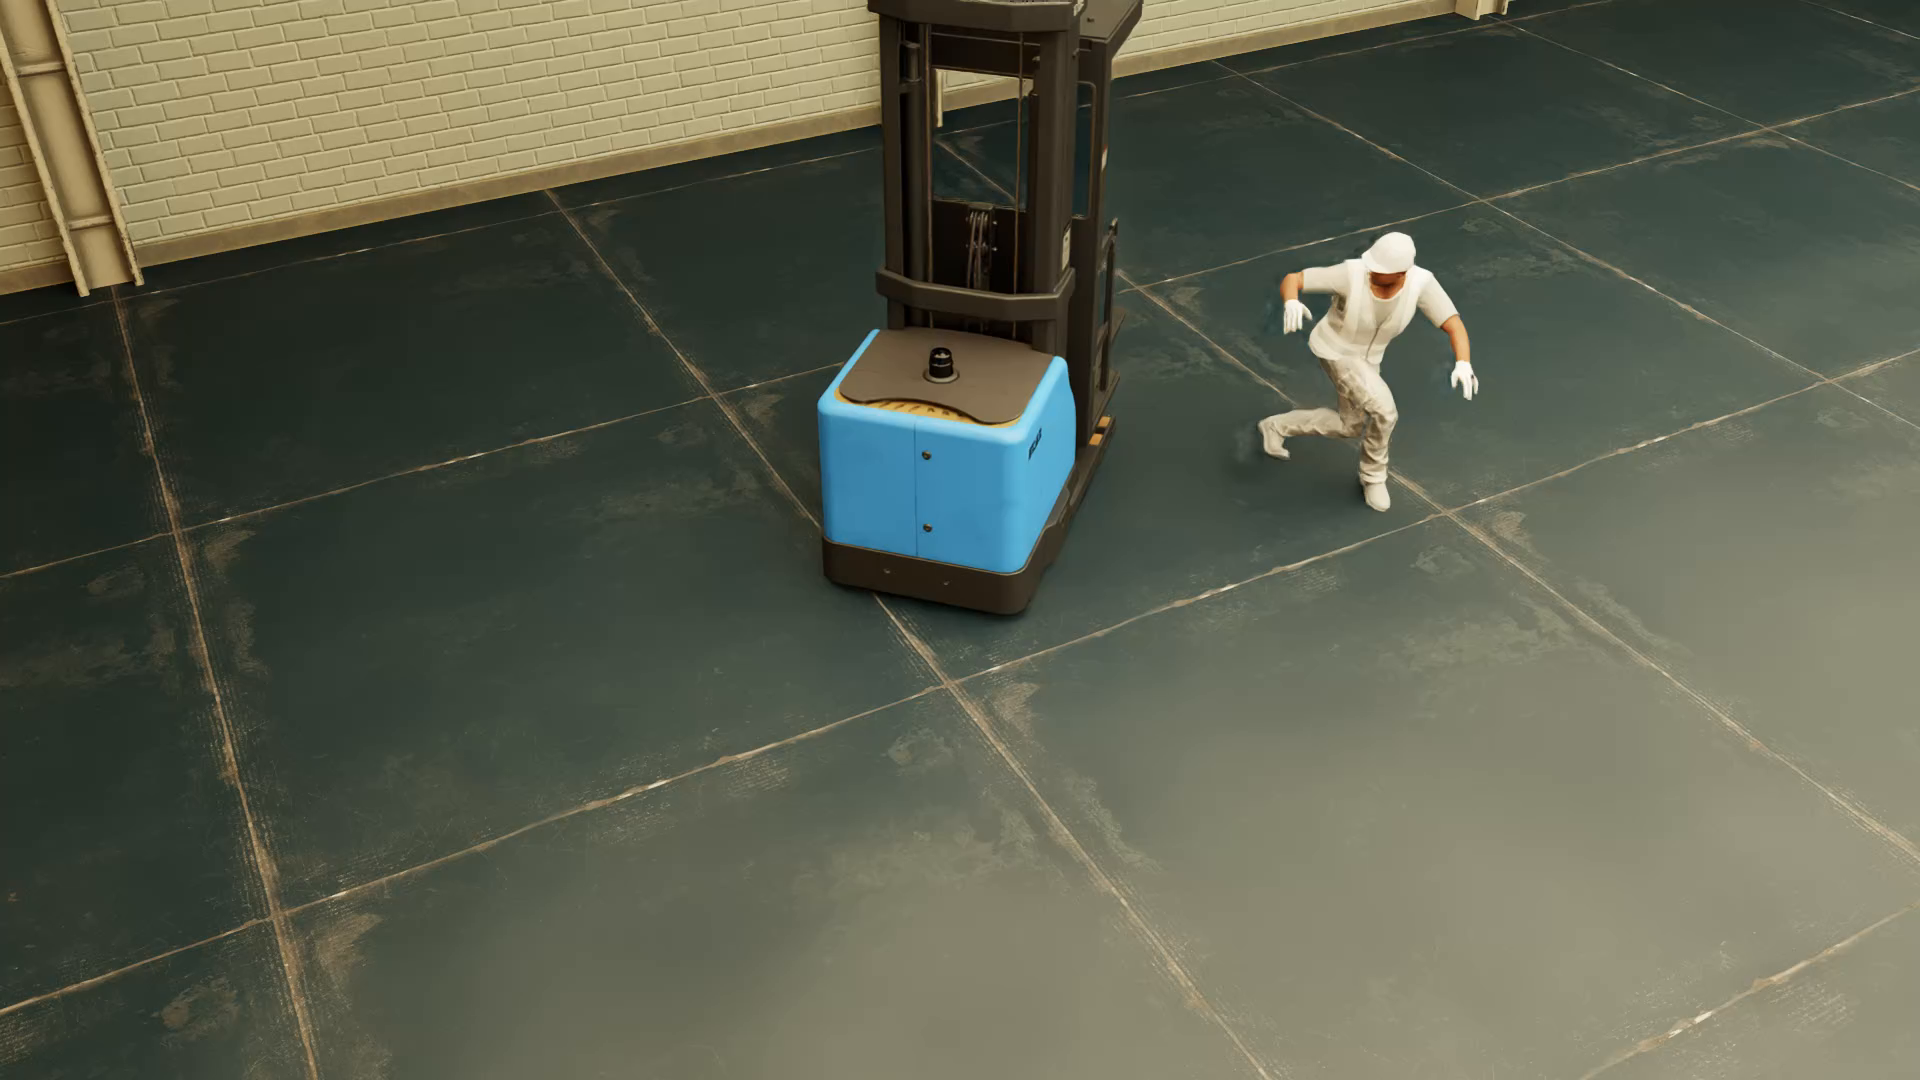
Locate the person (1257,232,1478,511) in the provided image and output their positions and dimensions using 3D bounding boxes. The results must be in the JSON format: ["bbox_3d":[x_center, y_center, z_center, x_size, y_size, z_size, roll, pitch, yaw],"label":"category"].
[{"bbox_3d":[2.057,-0.842,8.571,0.903,1.514,1.166,-18,39,-23],"label":"person"}]

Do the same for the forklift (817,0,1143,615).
[{"bbox_3d":[0.249,-1.686,8.509,1.130,2.935,3.031,10,37,14],"label":"forklift"}]
